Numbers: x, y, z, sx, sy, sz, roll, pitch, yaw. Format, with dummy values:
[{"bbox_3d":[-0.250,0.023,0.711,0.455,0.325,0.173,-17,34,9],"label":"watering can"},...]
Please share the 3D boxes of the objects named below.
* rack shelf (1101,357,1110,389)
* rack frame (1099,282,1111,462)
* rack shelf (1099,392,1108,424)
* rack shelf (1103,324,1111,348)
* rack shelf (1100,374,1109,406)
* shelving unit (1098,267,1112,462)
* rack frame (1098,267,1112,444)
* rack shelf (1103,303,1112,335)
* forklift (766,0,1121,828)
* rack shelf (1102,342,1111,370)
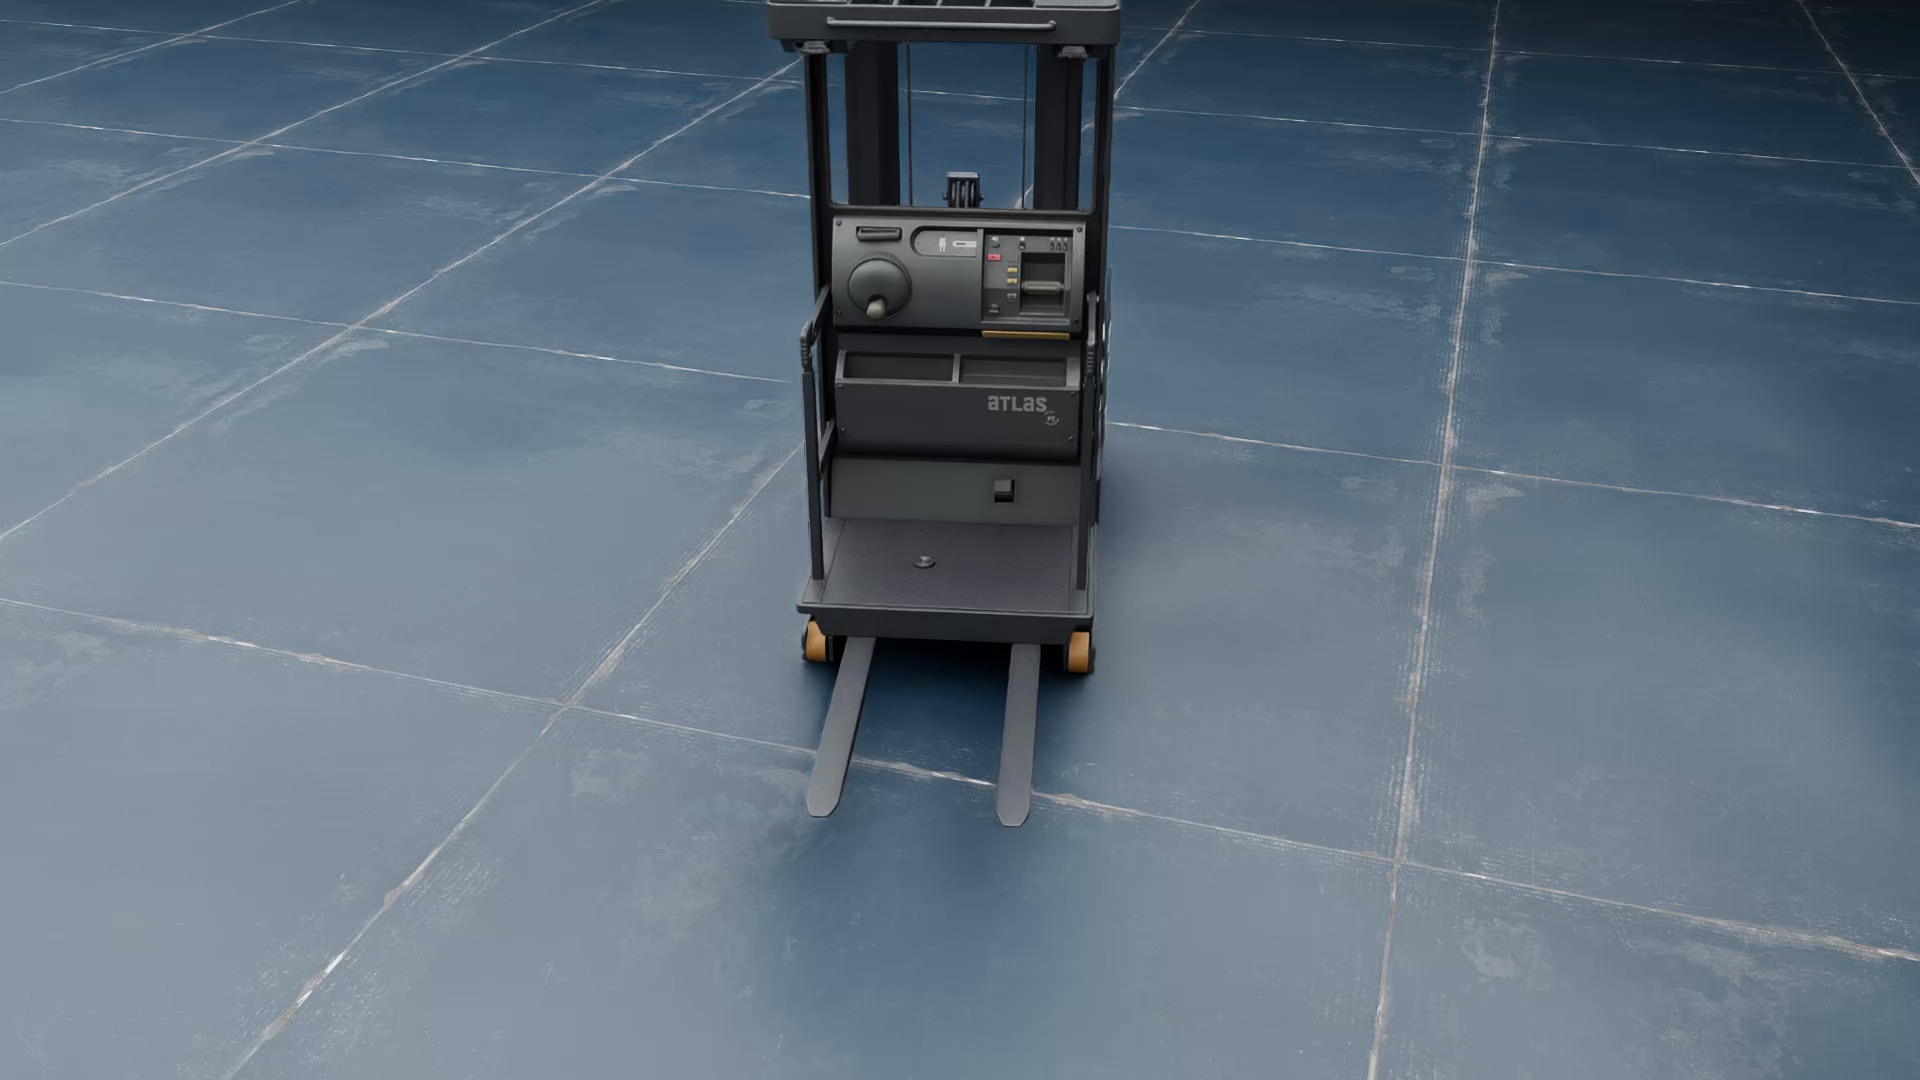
[{"bbox_3d":[0.571,-0.792,7.817,0.258,0.077,0.200,3,29,6],"label":"rack shelf"},{"bbox_3d":[0.560,-0.772,7.713,0.240,0.900,0.006,3,29,6],"label":"rack frame"},{"bbox_3d":[0.571,-0.635,7.905,0.258,0.077,0.200,3,29,6],"label":"rack shelf"},{"bbox_3d":[0.571,-0.950,7.730,0.258,0.077,0.200,3,29,6],"label":"rack shelf"},{"bbox_3d":[0.571,-0.714,7.861,0.258,0.077,0.200,3,29,6],"label":"rack shelf"},{"bbox_3d":[0.571,-0.821,7.801,0.258,0.900,0.210,3,29,6],"label":"shelving unit"},{"bbox_3d":[0.582,-0.871,7.889,0.240,0.900,0.006,3,29,6],"label":"rack frame"},{"bbox_3d":[0.571,-1.028,7.686,0.258,0.077,0.200,3,29,6],"label":"rack shelf"},{"bbox_3d":[-0.022,-0.939,5.924,1.130,2.935,3.031,2,29,4],"label":"forklift"},{"bbox_3d":[0.571,-0.871,7.773,0.258,0.077,0.200,3,29,6],"label":"rack shelf"}]
